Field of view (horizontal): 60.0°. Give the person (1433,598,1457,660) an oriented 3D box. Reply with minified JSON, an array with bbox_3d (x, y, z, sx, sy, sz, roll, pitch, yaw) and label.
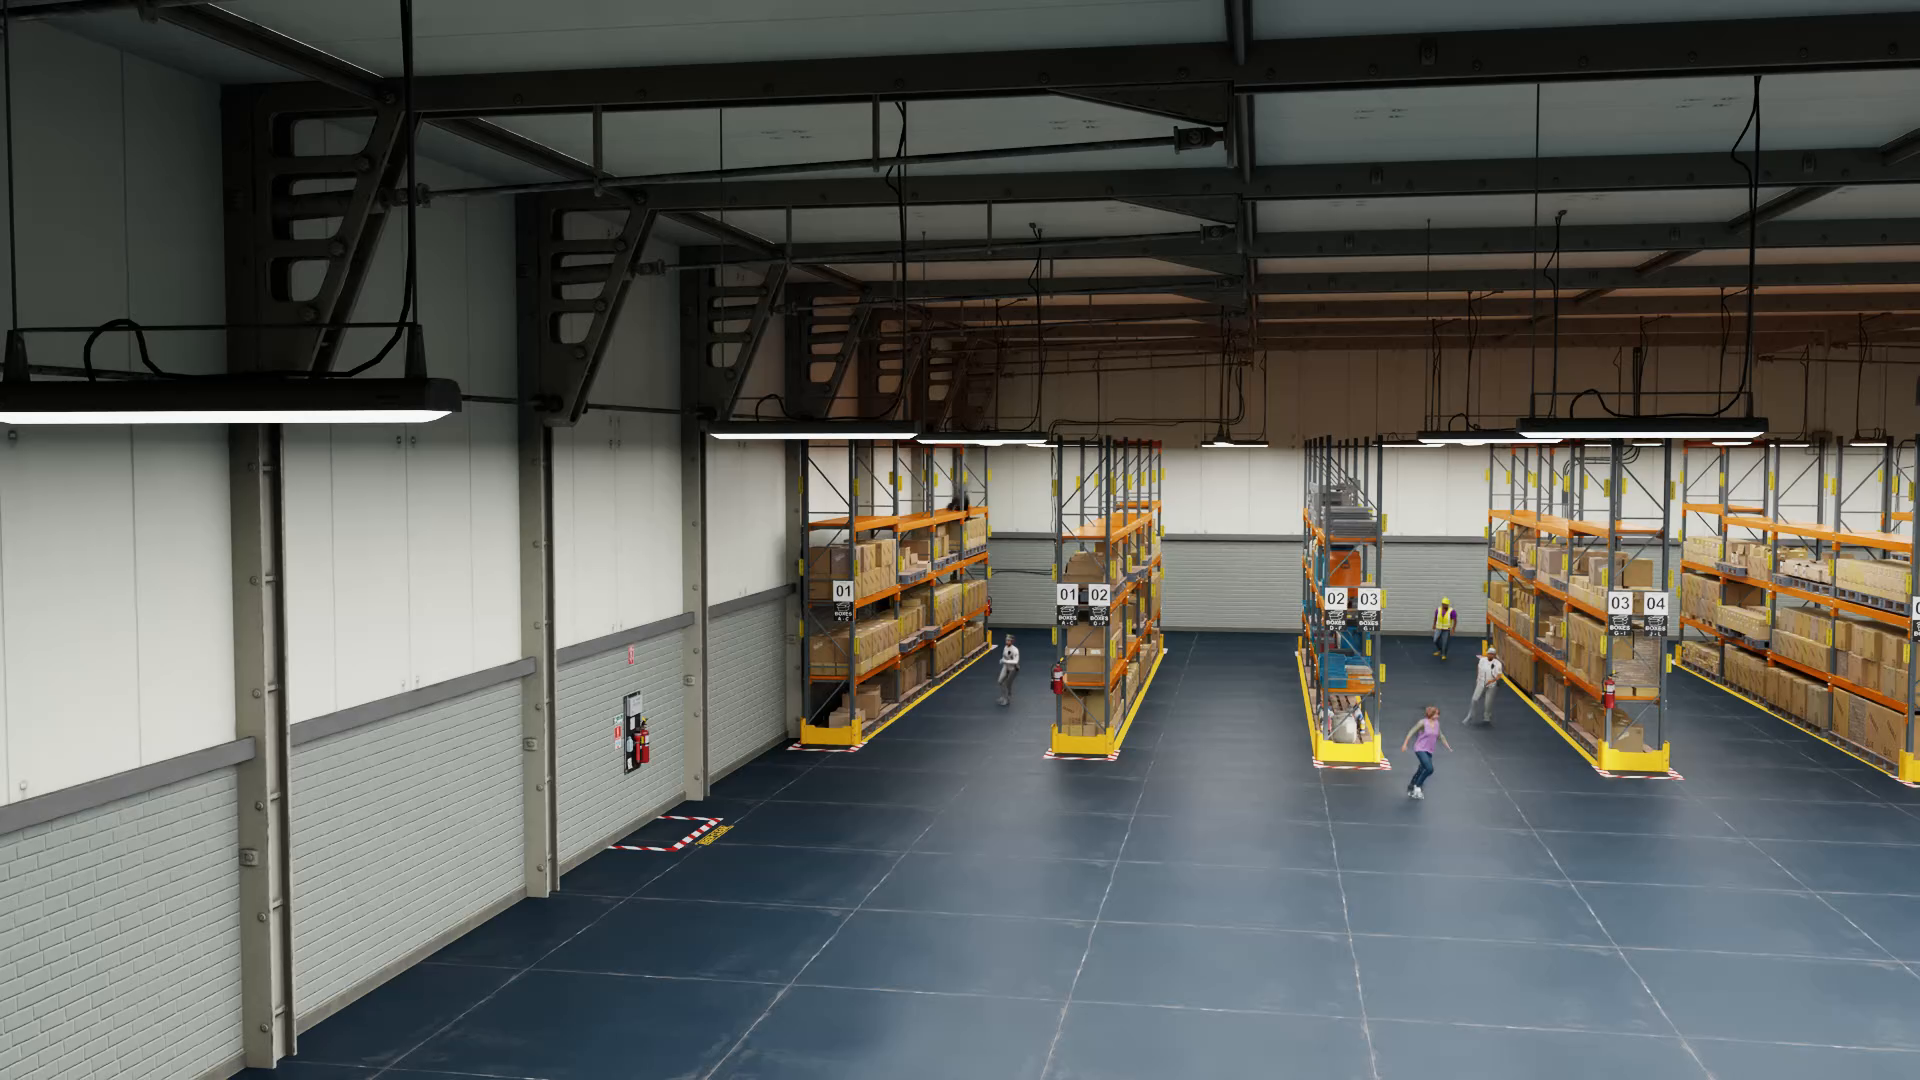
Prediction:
[{"bbox_3d":[13.170,2.416,45.258,0.723,1.719,0.641,2,4,28],"label":"person"}]

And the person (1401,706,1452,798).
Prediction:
[{"bbox_3d":[7.649,3.475,27.183,0.521,1.553,0.764,-2,4,-33],"label":"person"}]

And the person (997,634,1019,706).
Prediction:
[{"bbox_3d":[1.081,2.888,37.264,0.750,1.603,0.676,2,4,36],"label":"person"}]

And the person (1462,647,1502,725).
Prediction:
[{"bbox_3d":[10.915,3.029,34.636,0.753,1.627,0.744,2,4,31],"label":"person"}]
